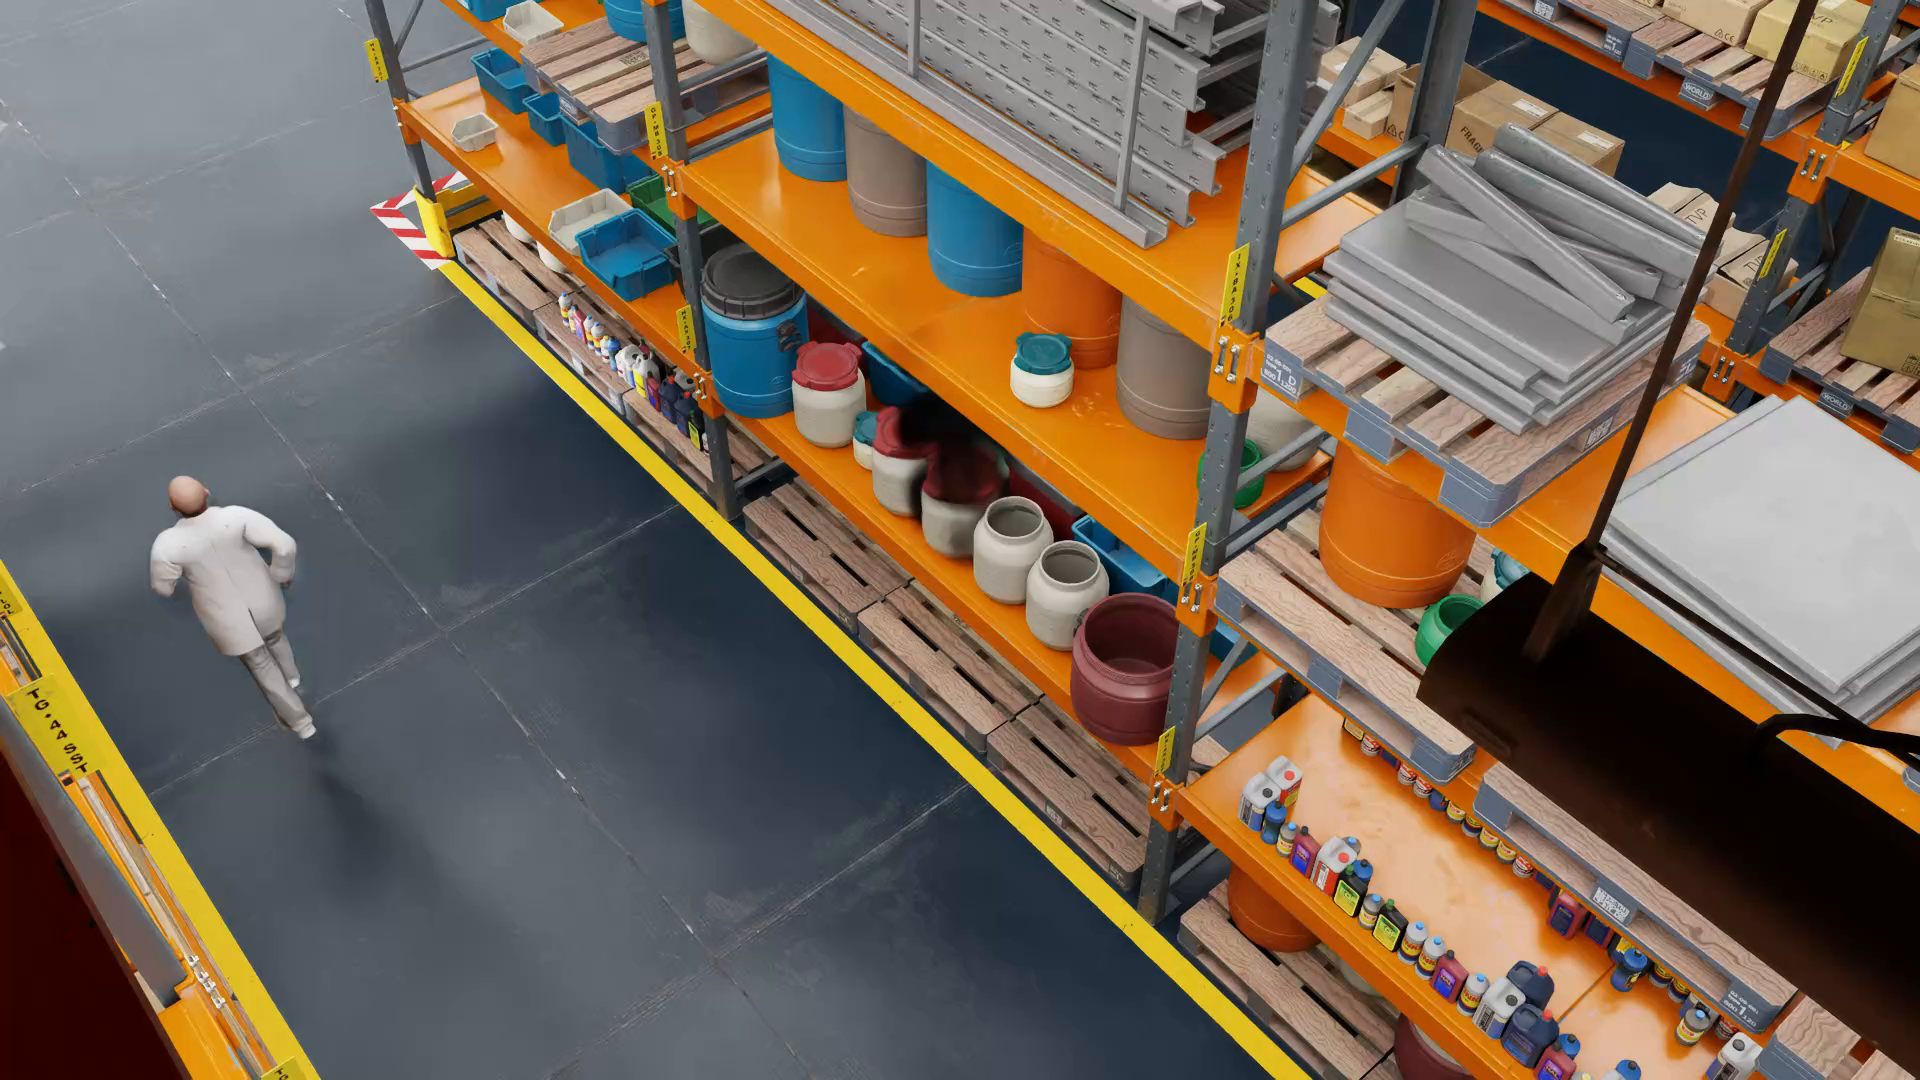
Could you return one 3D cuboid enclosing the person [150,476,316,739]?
[{"bbox_3d":[-3.916,0.372,9.044,0.689,1.894,0.820,-35,56,-29],"label":"person"}]
